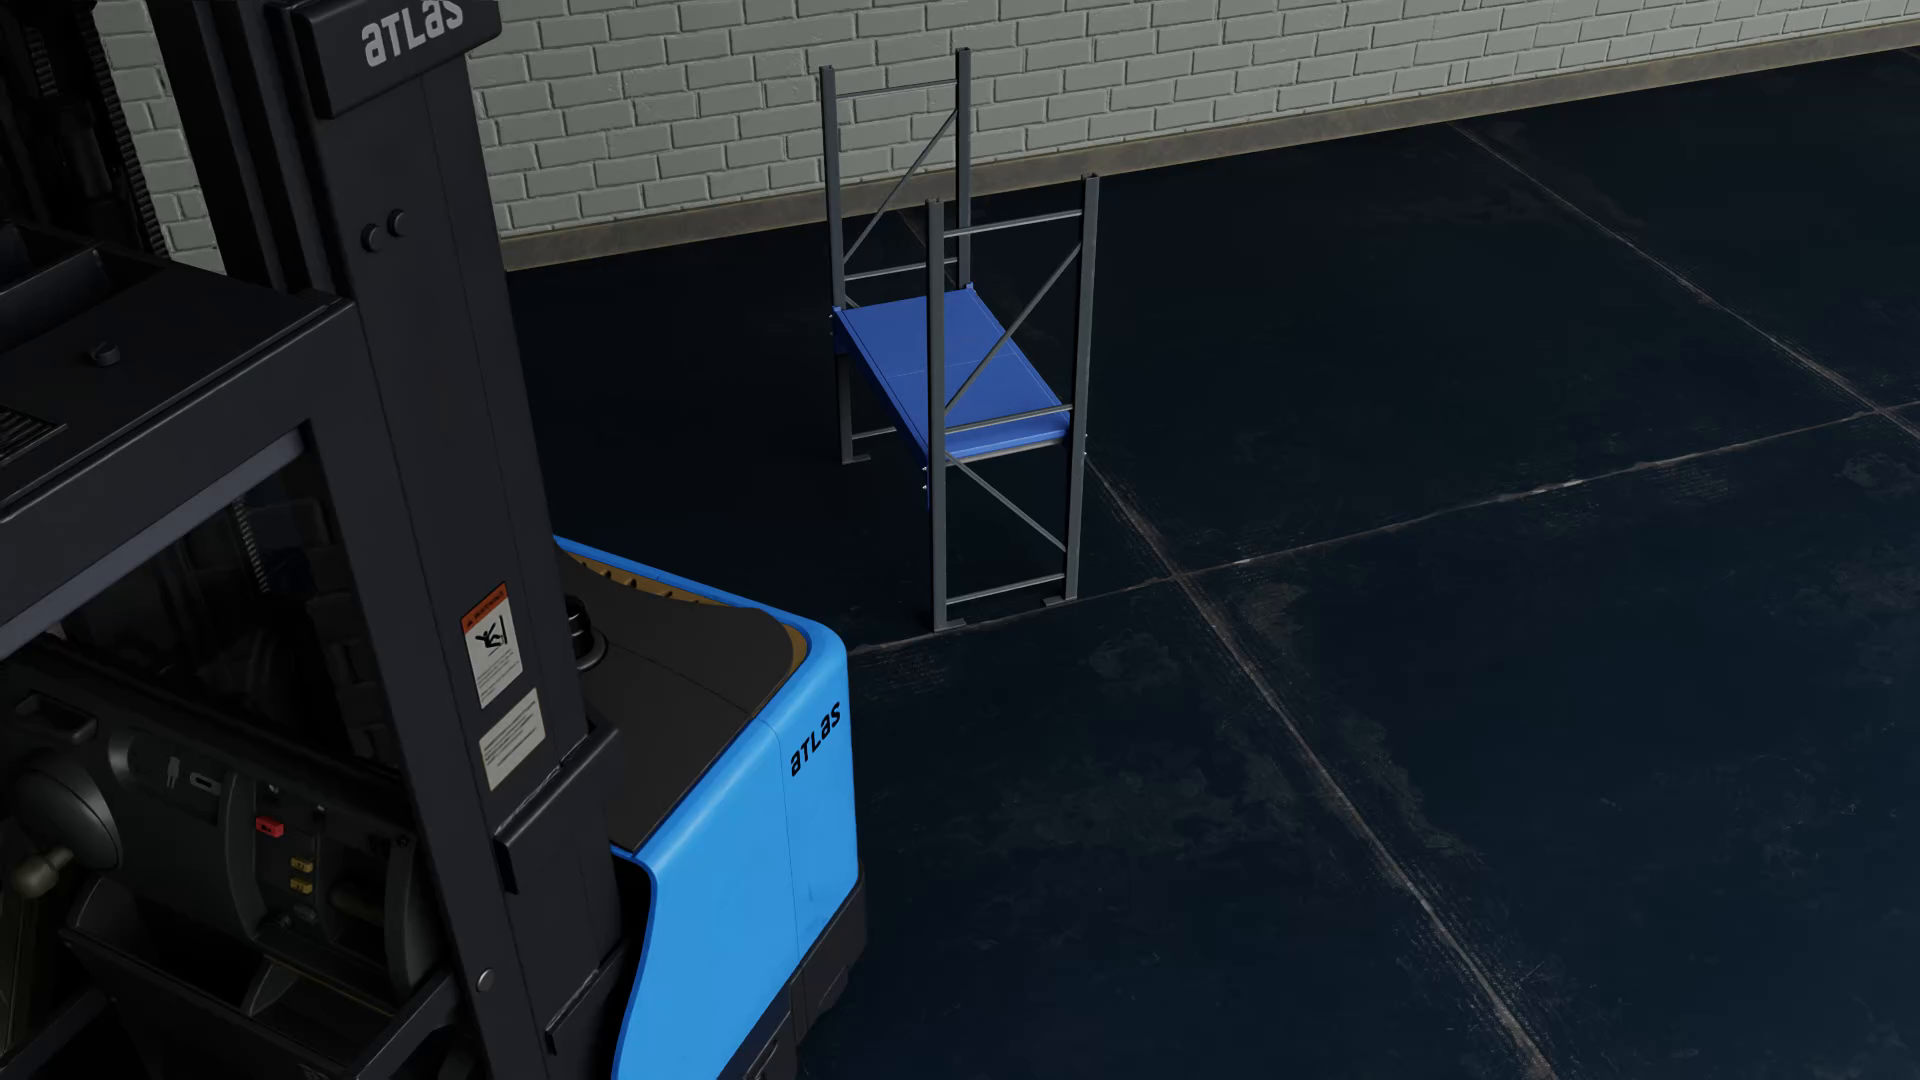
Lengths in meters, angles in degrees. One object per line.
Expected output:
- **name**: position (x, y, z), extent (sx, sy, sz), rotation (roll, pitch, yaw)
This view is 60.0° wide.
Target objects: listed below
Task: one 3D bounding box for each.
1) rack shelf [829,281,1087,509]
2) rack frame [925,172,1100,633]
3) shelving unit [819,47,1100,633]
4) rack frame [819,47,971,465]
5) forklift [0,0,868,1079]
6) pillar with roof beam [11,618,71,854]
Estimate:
- **rack shelf**: position (-0.029, -0.504, 5.471), extent (0.538, 0.185, 1.000), rotation (-12, 39, -16)
- **rack frame**: position (0.146, -0.360, 4.981), extent (0.500, 1.500, 0.032), rotation (-12, 39, -16)
- **shelving unit**: position (-0.029, -0.647, 5.363), extent (0.538, 1.500, 1.048), rotation (-12, 39, -16)
- **rack frame**: position (-0.204, -0.934, 5.744), extent (0.500, 1.500, 0.032), rotation (-12, 39, -16)
- **forklift**: position (-1.346, 0.552, 2.581), extent (1.130, 2.935, 3.031), rotation (17, 40, 21)
- **pillar with roof beam**: position (1.657, -3.674, 3.148), extent (9.100, 9.000, 0.400), rotation (-12, 39, -16)
